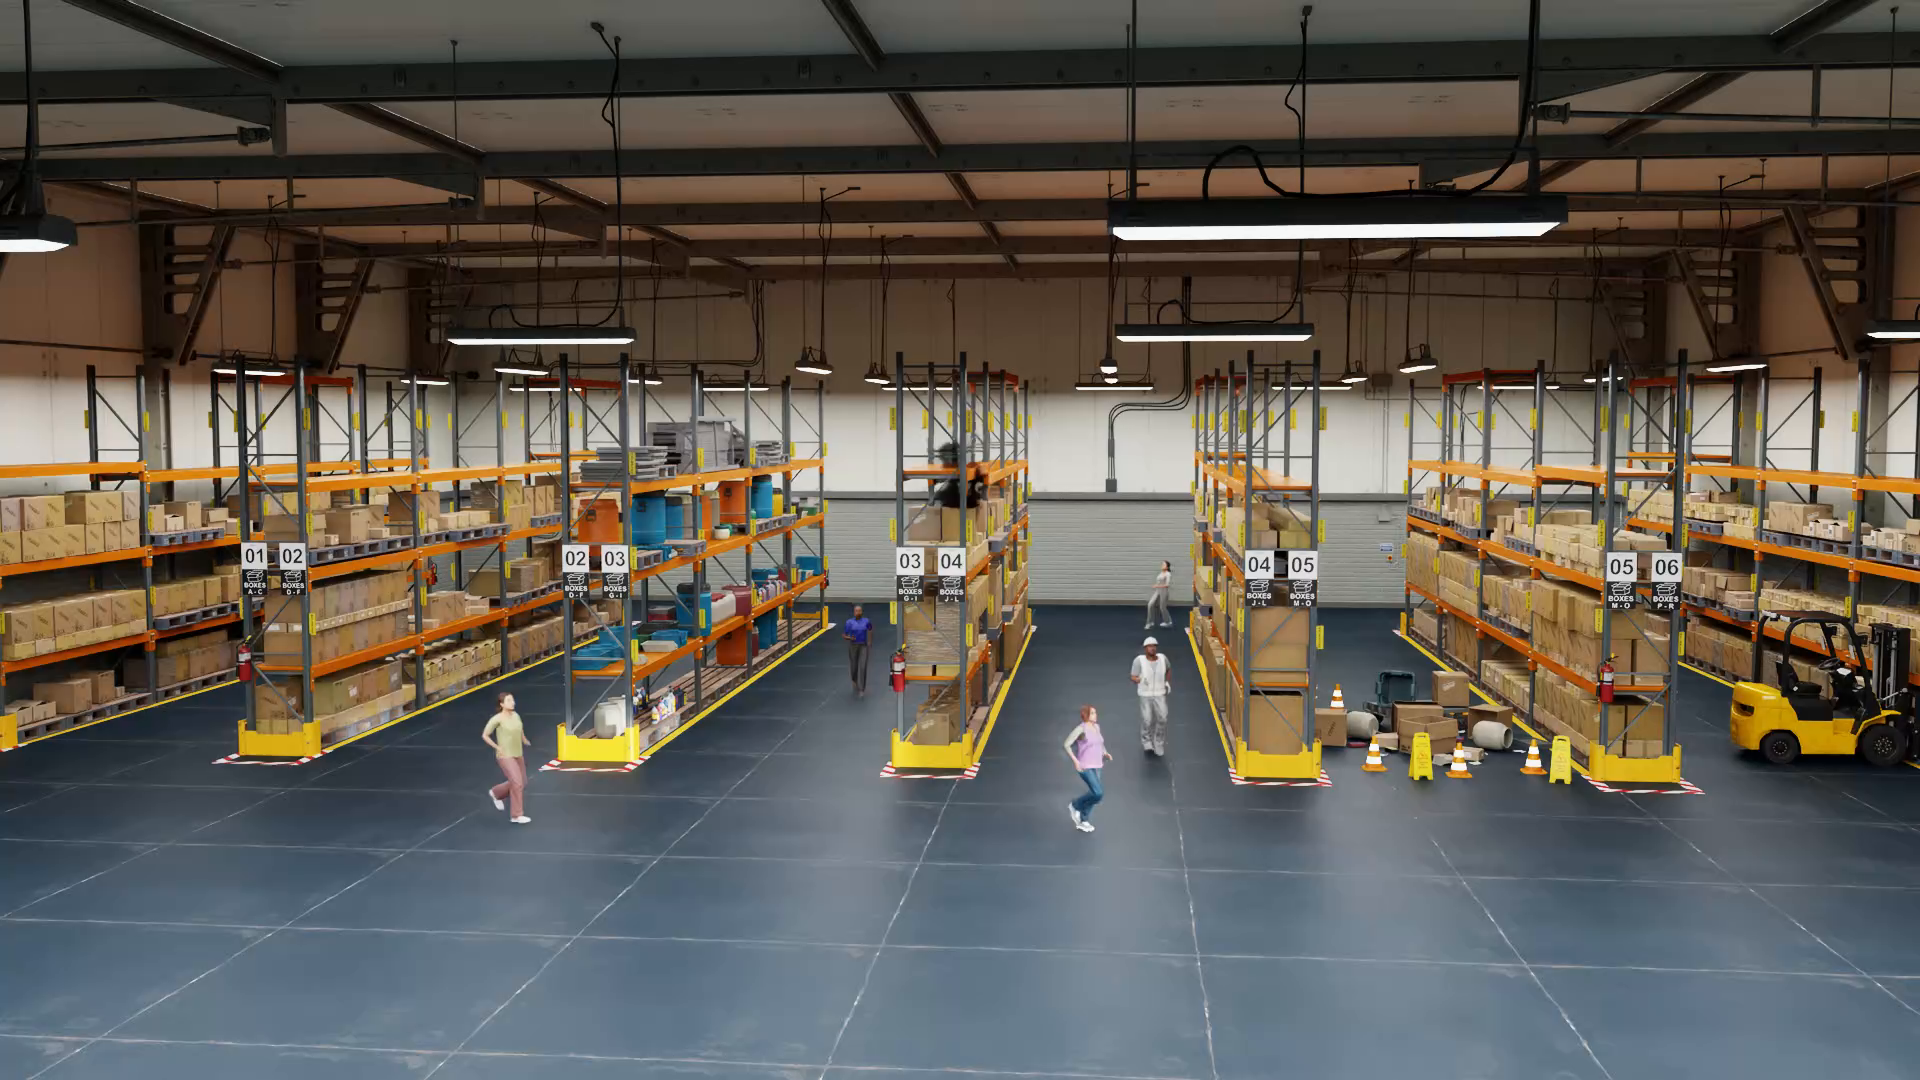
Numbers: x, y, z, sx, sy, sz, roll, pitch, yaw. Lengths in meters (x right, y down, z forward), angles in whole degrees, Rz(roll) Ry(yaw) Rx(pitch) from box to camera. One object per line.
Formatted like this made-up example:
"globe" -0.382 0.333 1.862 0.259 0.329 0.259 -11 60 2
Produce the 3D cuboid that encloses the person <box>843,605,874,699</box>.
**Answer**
"person" -1.851 2.007 30.315 0.579 1.657 0.923 0 4 -7

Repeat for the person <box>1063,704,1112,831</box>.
"person" 1.603 2.782 20.255 0.533 1.558 0.535 4 6 43

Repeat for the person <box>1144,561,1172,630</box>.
"person" 4.867 1.322 40.033 0.814 1.664 0.570 -2 5 -31

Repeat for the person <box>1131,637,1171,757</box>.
"person" 2.884 2.351 24.923 0.653 1.802 0.720 0 4 -4

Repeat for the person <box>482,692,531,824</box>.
"person" -5.674 2.707 20.807 0.753 1.628 0.582 2 5 31
